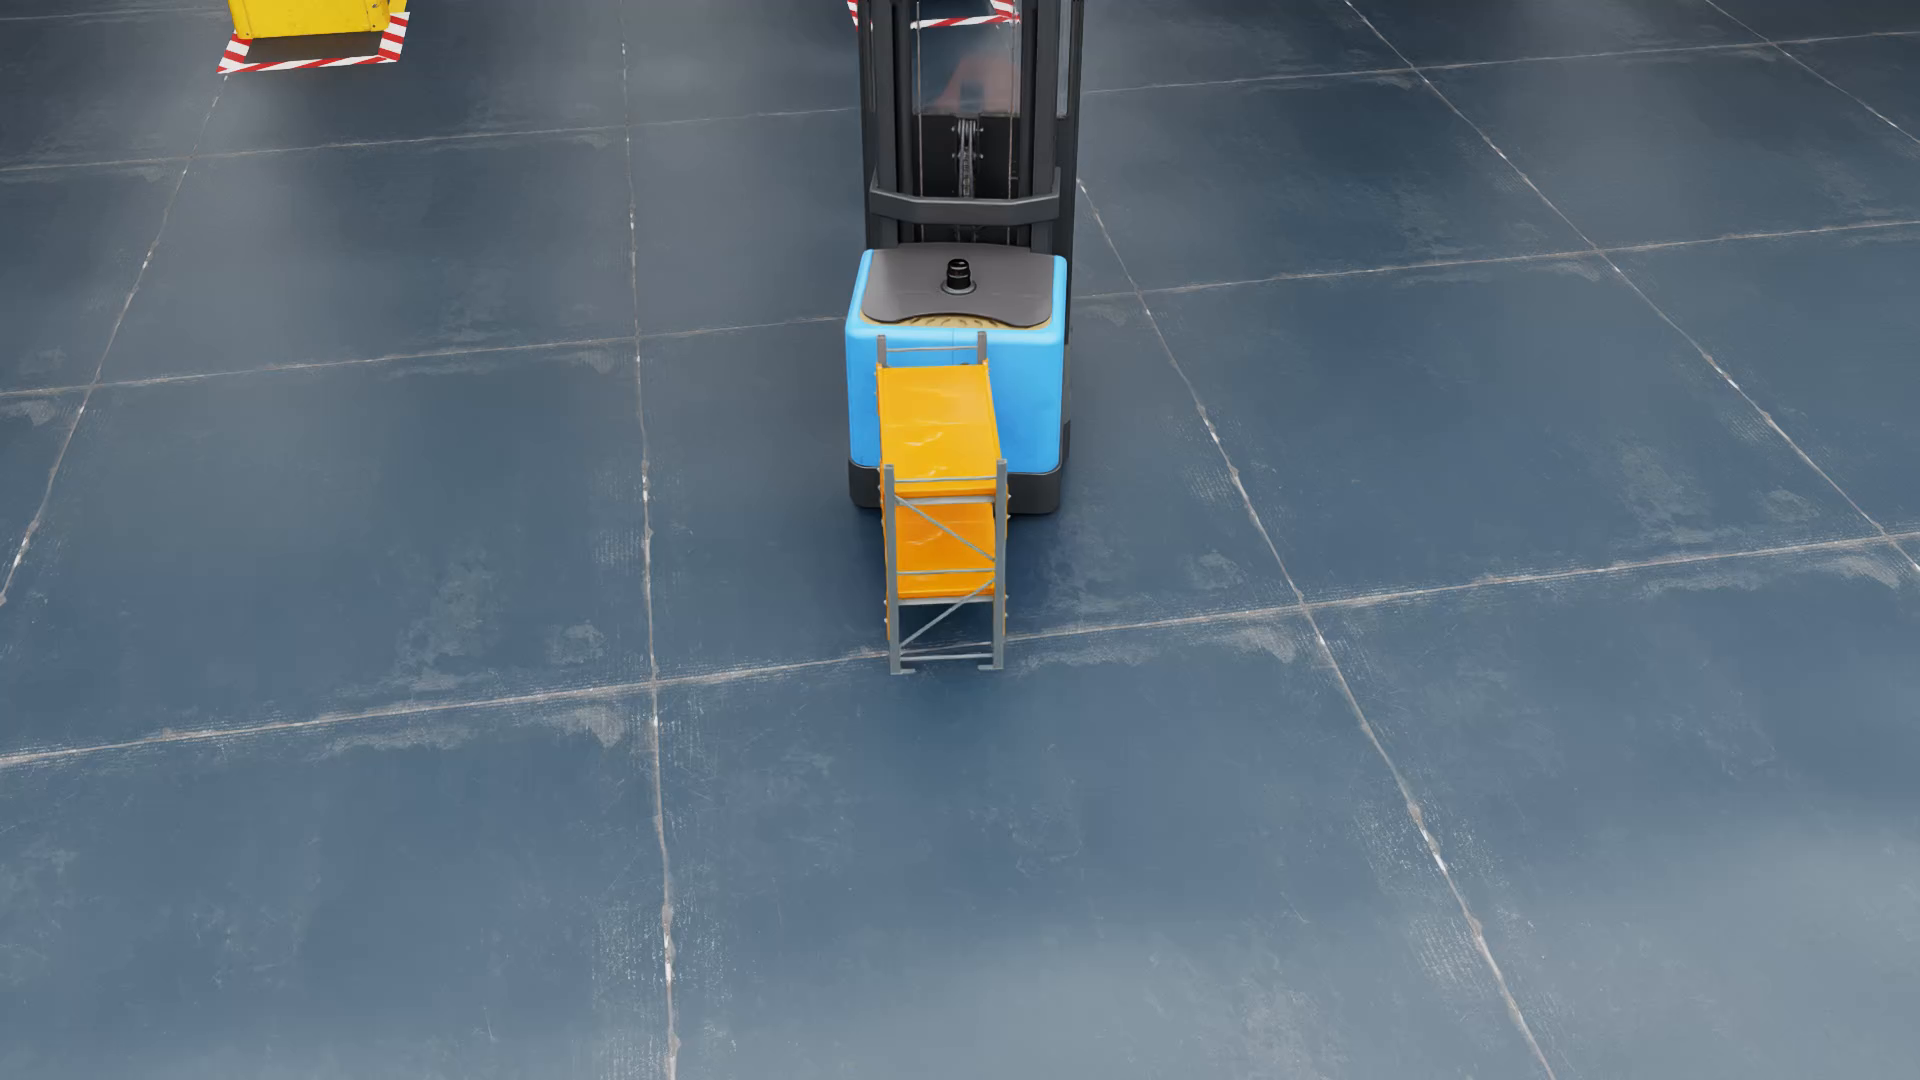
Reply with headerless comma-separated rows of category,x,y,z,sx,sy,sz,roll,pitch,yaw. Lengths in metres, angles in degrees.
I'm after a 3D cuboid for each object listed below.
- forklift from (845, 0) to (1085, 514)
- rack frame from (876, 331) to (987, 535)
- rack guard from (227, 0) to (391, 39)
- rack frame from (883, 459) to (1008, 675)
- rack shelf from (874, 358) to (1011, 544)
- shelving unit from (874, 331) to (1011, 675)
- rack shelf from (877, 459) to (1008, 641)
forklift,0.068,-2.172,8.557,1.130,2.935,3.031,2,38,3
rack frame,-0.128,-0.486,7.858,0.500,1.125,0.032,-2,38,-3
rack guard,-5.242,-4.364,13.360,1.175,0.500,0.348,-6,38,-8
rack frame,-0.058,0.136,7.057,0.500,1.125,0.032,-2,38,-3
rack shelf,-0.093,-0.406,7.278,0.538,0.278,1.000,-2,38,-3
shelving unit,-0.093,-0.175,7.458,0.538,1.125,1.048,-2,38,-3
rack shelf,-0.093,0.018,7.608,0.538,0.278,1.000,-2,38,-3
